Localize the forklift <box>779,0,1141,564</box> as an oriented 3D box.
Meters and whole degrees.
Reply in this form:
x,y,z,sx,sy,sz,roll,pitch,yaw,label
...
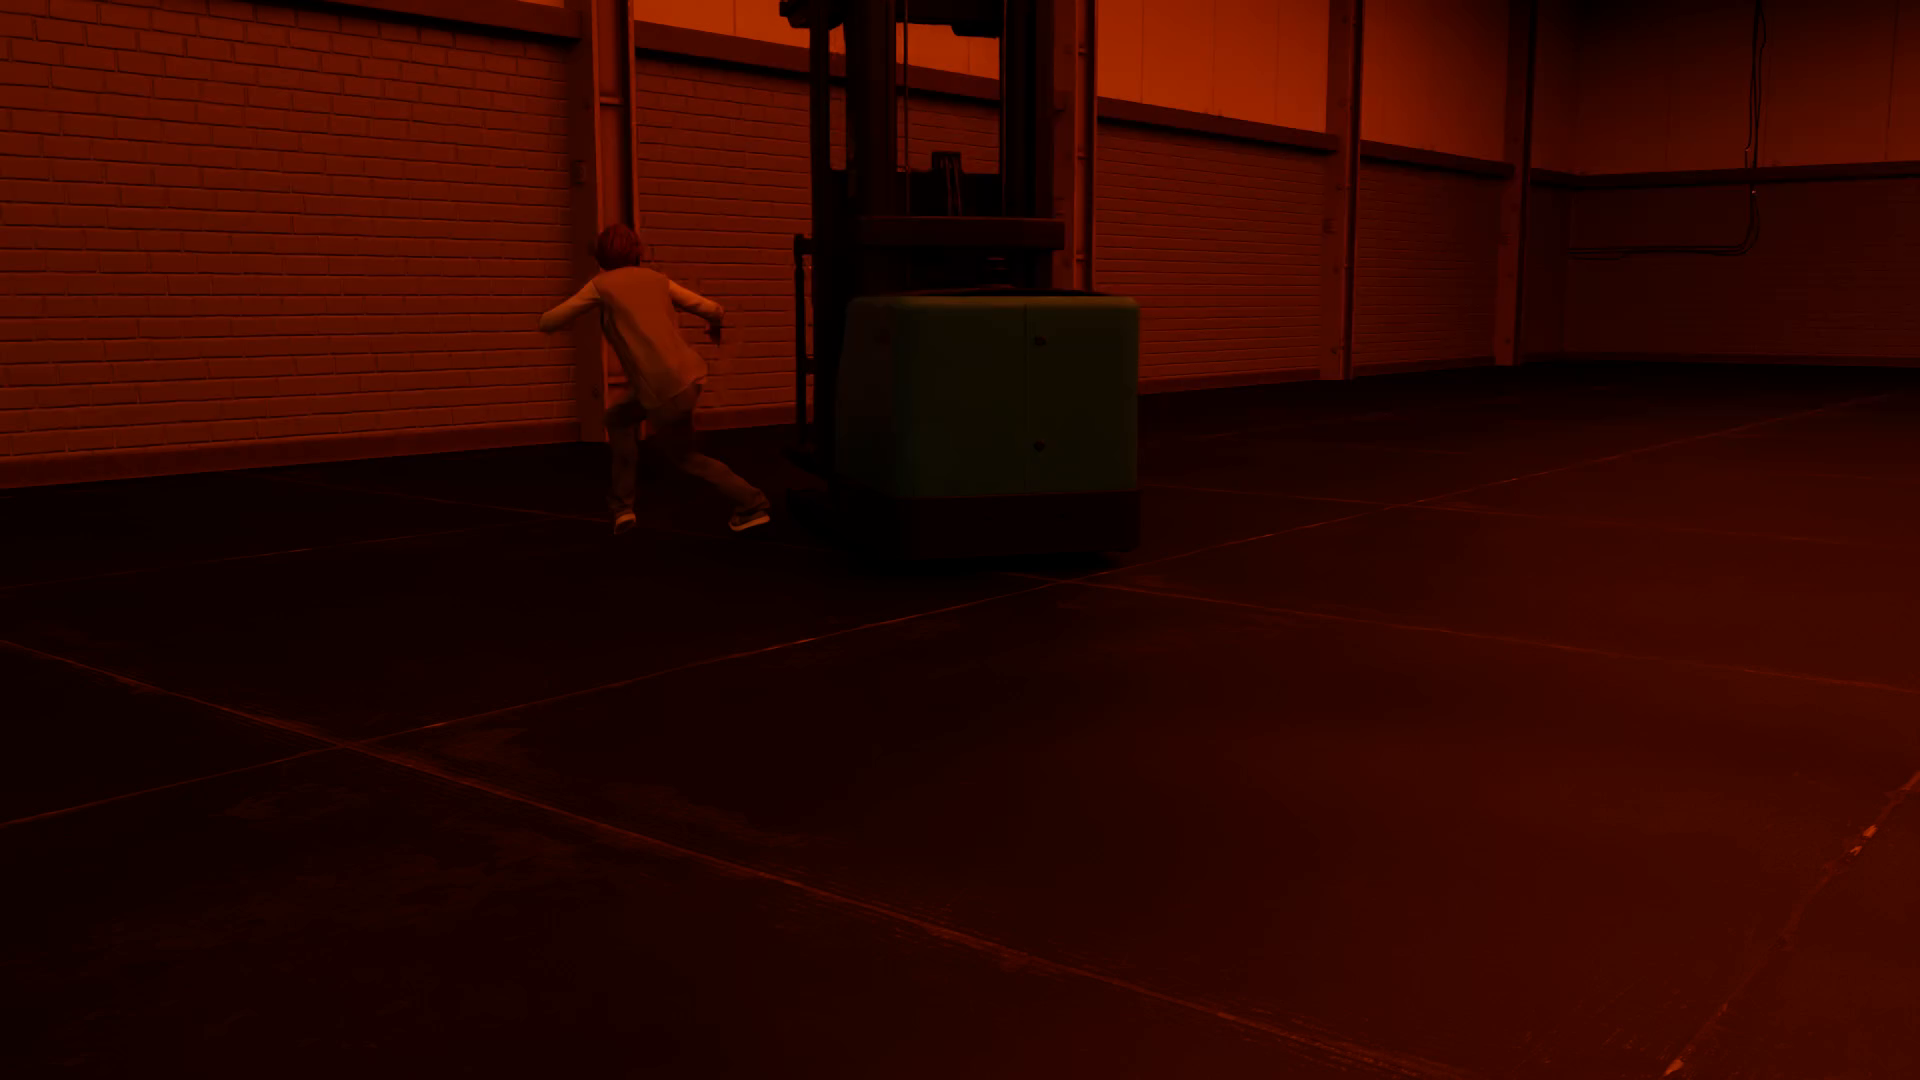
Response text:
x,y,z,sx,sy,sz,roll,pitch,yaw,label
-0.209,-1.530,7.736,1.130,2.935,3.031,-3,9,-18,forklift

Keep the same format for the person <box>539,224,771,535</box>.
x,y,z,sx,sy,sz,roll,pitch,yaw,label
-1.370,-0.690,7.334,0.871,1.366,0.845,6,10,34,person
